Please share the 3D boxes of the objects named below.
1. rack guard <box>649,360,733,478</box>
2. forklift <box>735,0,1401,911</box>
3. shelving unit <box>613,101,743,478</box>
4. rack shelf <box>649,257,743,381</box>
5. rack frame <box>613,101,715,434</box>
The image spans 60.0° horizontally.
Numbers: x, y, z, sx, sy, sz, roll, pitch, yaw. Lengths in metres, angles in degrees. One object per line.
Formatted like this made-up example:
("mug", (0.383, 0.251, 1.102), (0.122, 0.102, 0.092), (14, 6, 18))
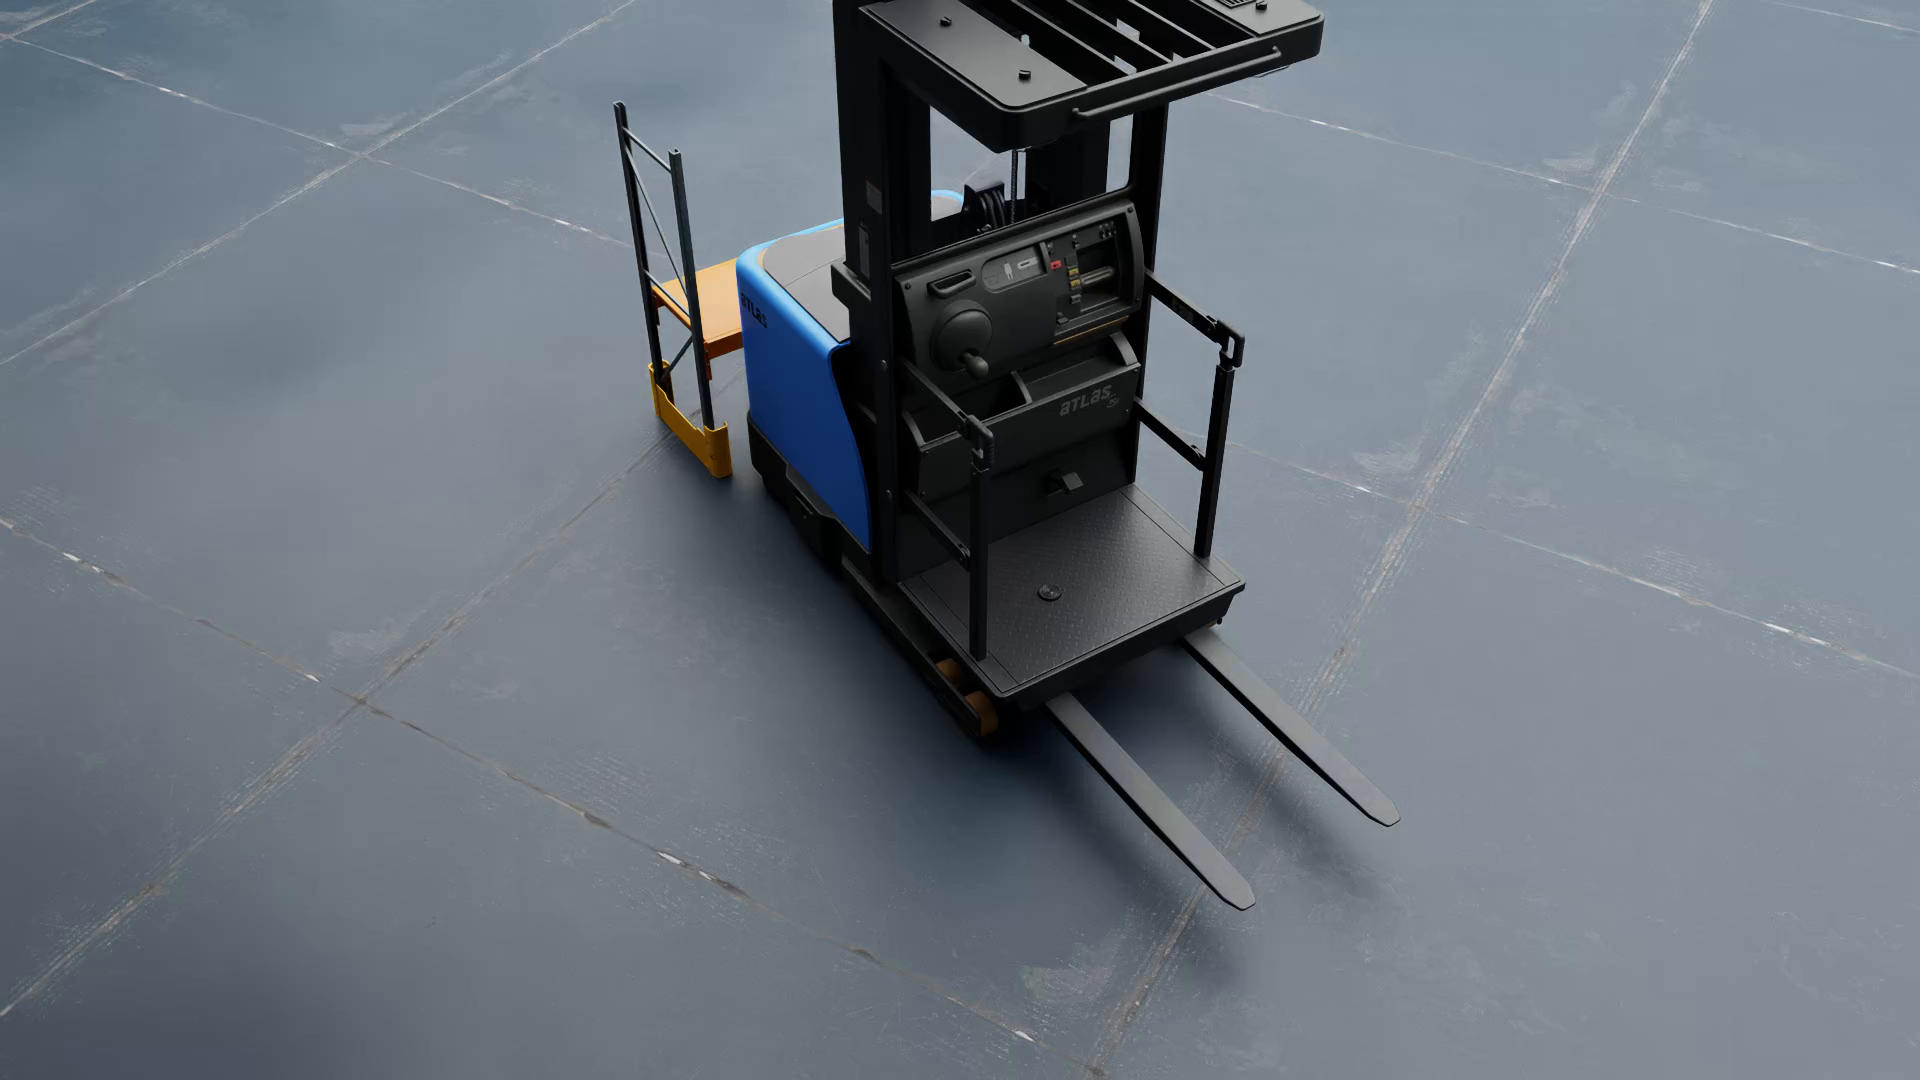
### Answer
("rack guard", (-1.161, -0.525, 7.156), (0.087, 0.250, 0.587), (-25, 47, -25))
("forklift", (0.335, -0.753, 5.388), (1.130, 2.935, 3.031), (-23, 46, -24))
("shelving unit", (-0.753, -1.182, 6.957), (1.083, 1.500, 0.587), (-25, 47, -25))
("rack shelf", (-0.760, -1.043, 7.072), (1.000, 0.185, 0.538), (-25, 47, -25))
("rack frame", (-1.177, -0.987, 6.735), (0.032, 1.500, 0.500), (-25, 47, -25))
